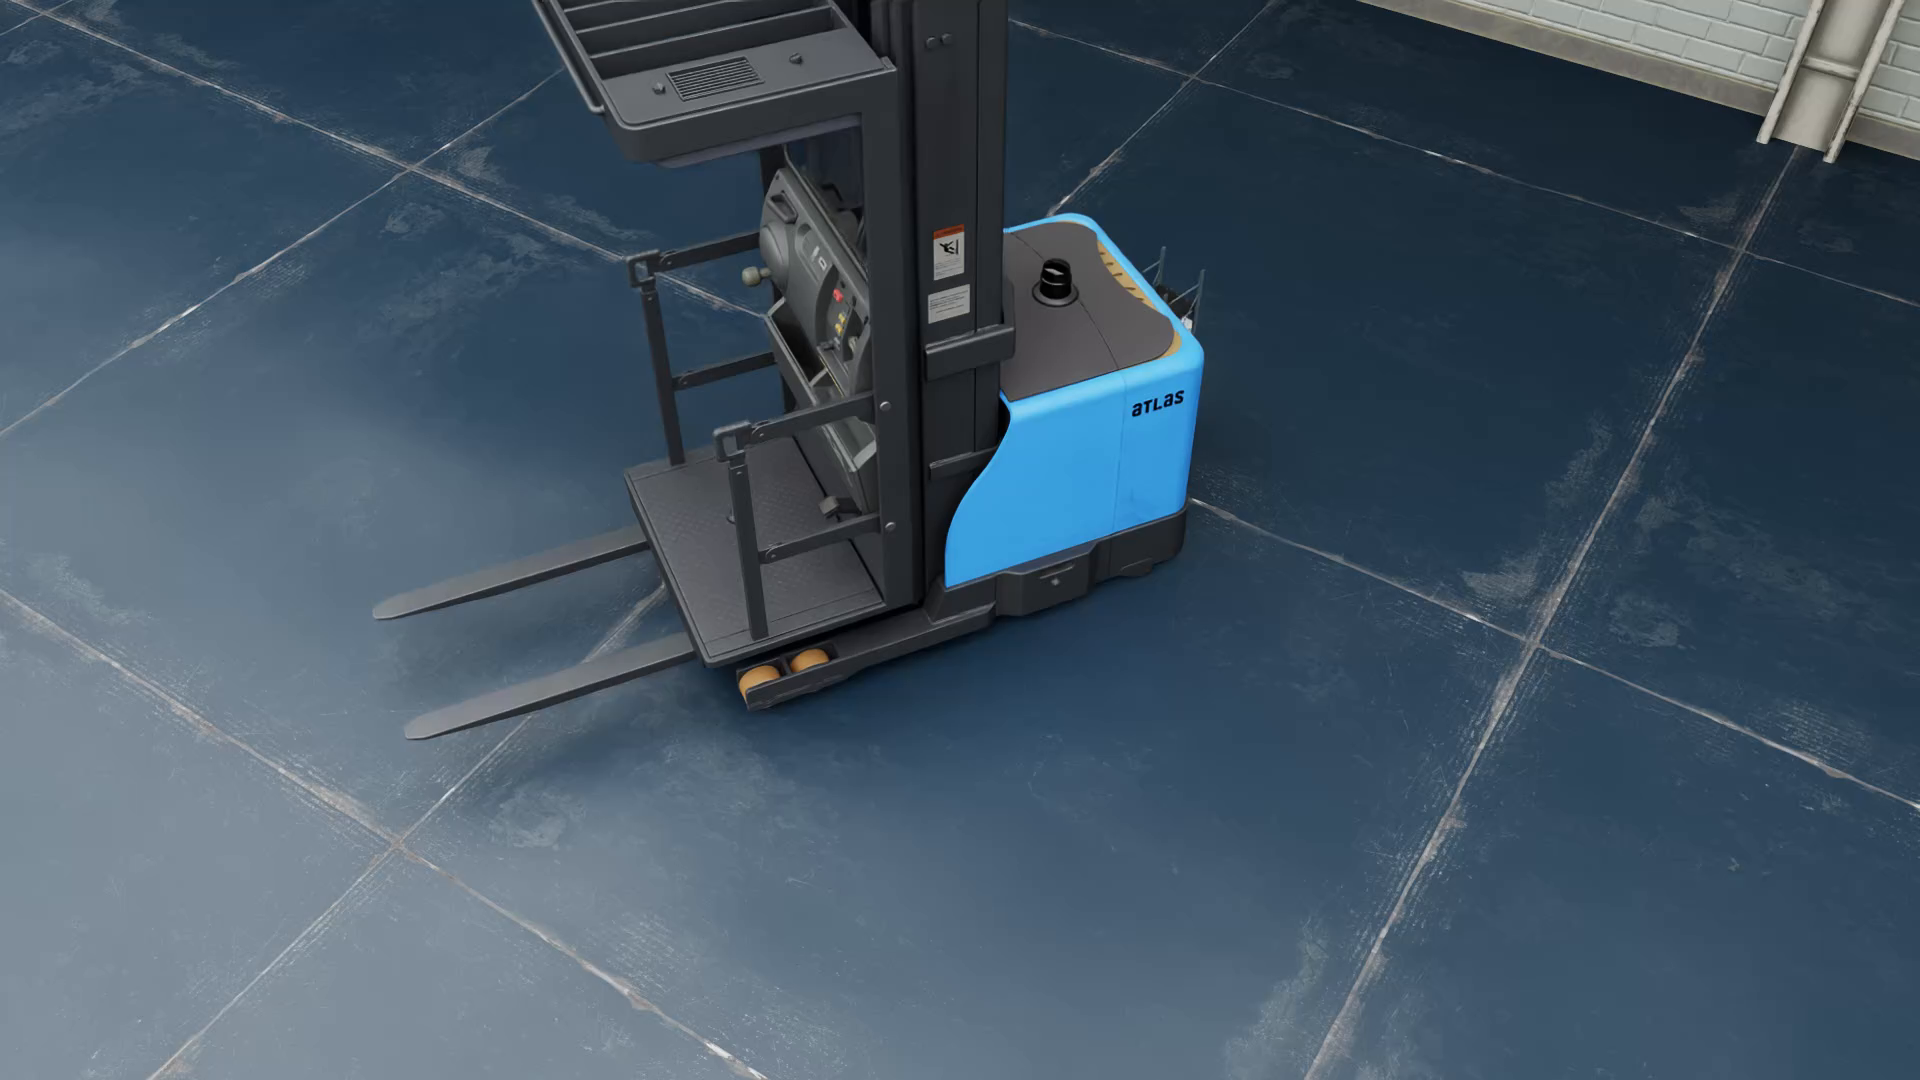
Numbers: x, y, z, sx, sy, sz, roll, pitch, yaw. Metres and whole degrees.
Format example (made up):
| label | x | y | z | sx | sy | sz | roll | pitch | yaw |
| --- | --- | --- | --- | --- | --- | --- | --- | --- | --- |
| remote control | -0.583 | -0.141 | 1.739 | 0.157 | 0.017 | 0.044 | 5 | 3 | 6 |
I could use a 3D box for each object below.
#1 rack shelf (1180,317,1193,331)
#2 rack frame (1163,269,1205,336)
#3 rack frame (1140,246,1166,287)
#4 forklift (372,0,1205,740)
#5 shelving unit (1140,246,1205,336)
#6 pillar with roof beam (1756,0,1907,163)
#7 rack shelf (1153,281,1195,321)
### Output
| label | x | y | z | sx | sy | sz | roll | pitch | yaw |
| --- | --- | --- | --- | --- | --- | --- | --- | --- | --- |
| rack shelf | 0.796 | -0.848 | 6.739 | 0.258 | 0.077 | 0.200 | -35 | 56 | -29 |
| rack frame | 0.865 | -0.693 | 6.796 | 0.240 | 0.900 | 0.006 | -35 | 56 | -29 |
| rack frame | 0.723 | -0.802 | 6.895 | 0.240 | 0.900 | 0.006 | -35 | 56 | -29 |
| forklift | -0.671 | -0.832 | 5.514 | 3.031 | 2.935 | 1.130 | -18 | 48 | -16 |
| shelving unit | 0.794 | -0.747 | 6.845 | 0.258 | 0.900 | 0.210 | -35 | 56 | -29 |
| pillar with roof beam | 2.138 | -2.665 | 3.065 | 0.400 | 9.000 | 9.100 | 25 | 51 | 22 |
| rack shelf | 0.798 | -0.909 | 6.673 | 0.258 | 0.077 | 0.200 | -35 | 56 | -29 |
